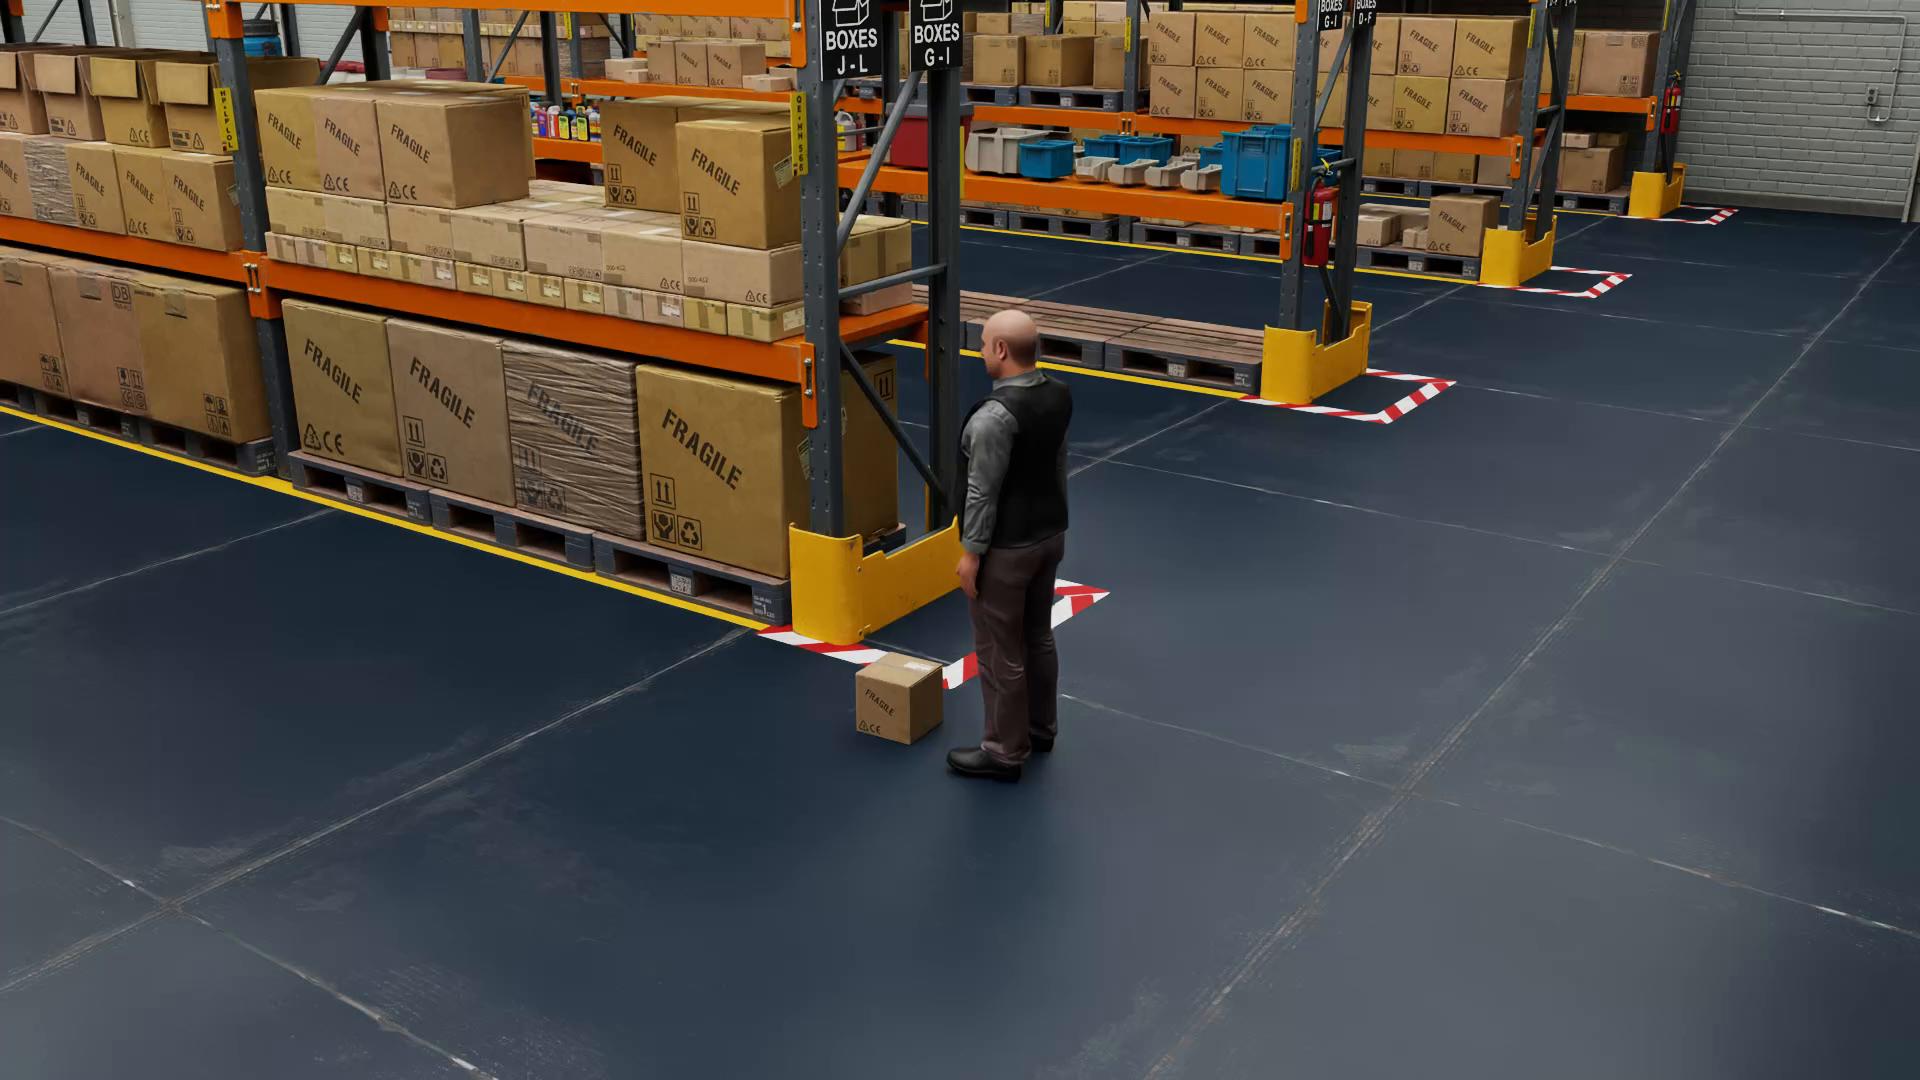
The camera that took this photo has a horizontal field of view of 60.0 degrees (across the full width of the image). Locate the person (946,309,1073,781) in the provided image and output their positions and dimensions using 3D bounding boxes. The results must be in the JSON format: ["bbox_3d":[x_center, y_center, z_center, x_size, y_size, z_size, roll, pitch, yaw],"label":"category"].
[{"bbox_3d":[0.169,0.016,6.034,0.381,1.720,0.539,14,24,34],"label":"person"}]
